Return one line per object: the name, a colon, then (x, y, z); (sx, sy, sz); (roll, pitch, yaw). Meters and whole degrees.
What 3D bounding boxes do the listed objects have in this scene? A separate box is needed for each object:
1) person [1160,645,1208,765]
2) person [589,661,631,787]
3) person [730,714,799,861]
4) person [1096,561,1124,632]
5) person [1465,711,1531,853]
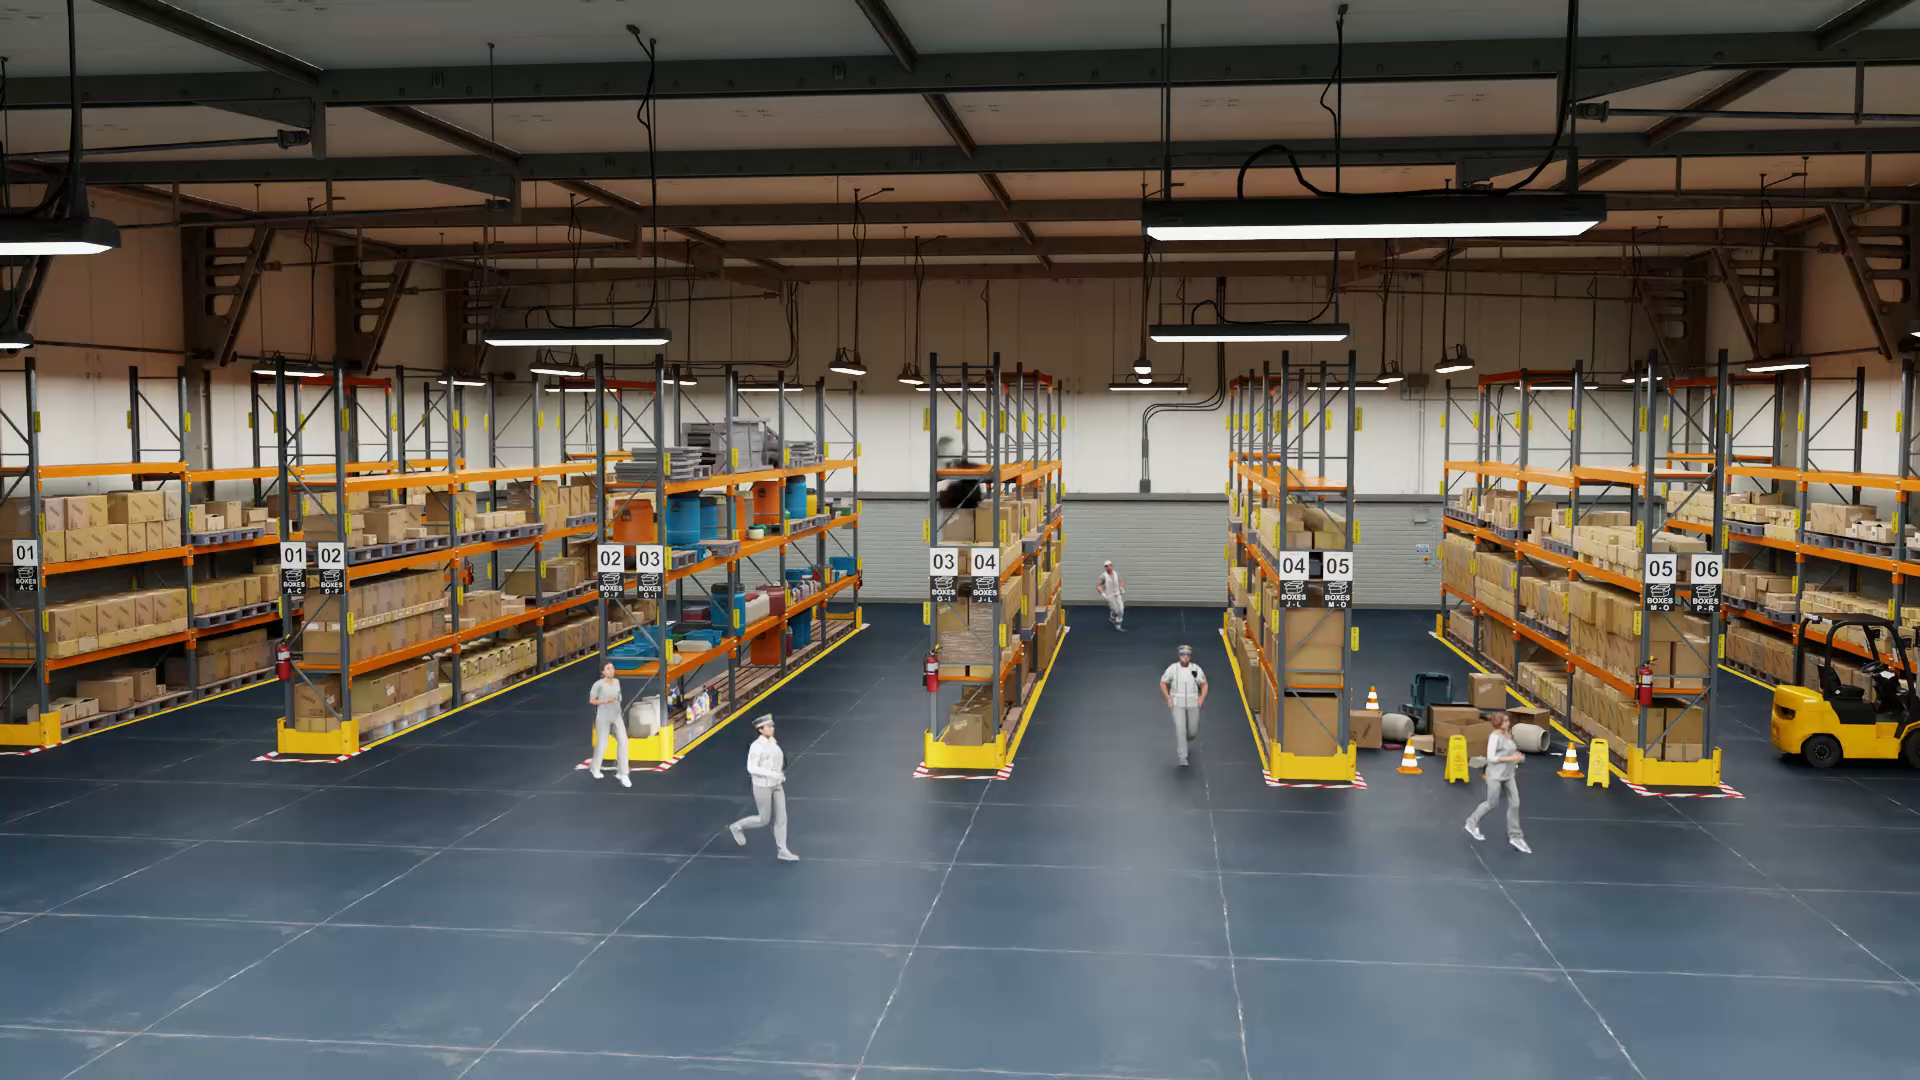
person: (3.292, 2.395, 24.456); (0.699, 1.738, 0.792); (0, 4, -1)
person: (-4.881, 2.530, 23.046); (0.567, 1.724, 0.760); (-3, 5, -40)
person: (-2.214, 2.808, 19.022); (0.890, 1.669, 0.618); (2, 5, 27)
person: (3.628, 1.341, 39.774); (0.699, 1.707, 0.536); (-2, 4, -22)
person: (6.314, 2.806, 19.515); (0.531, 1.621, 0.805); (-3, 5, -40)
